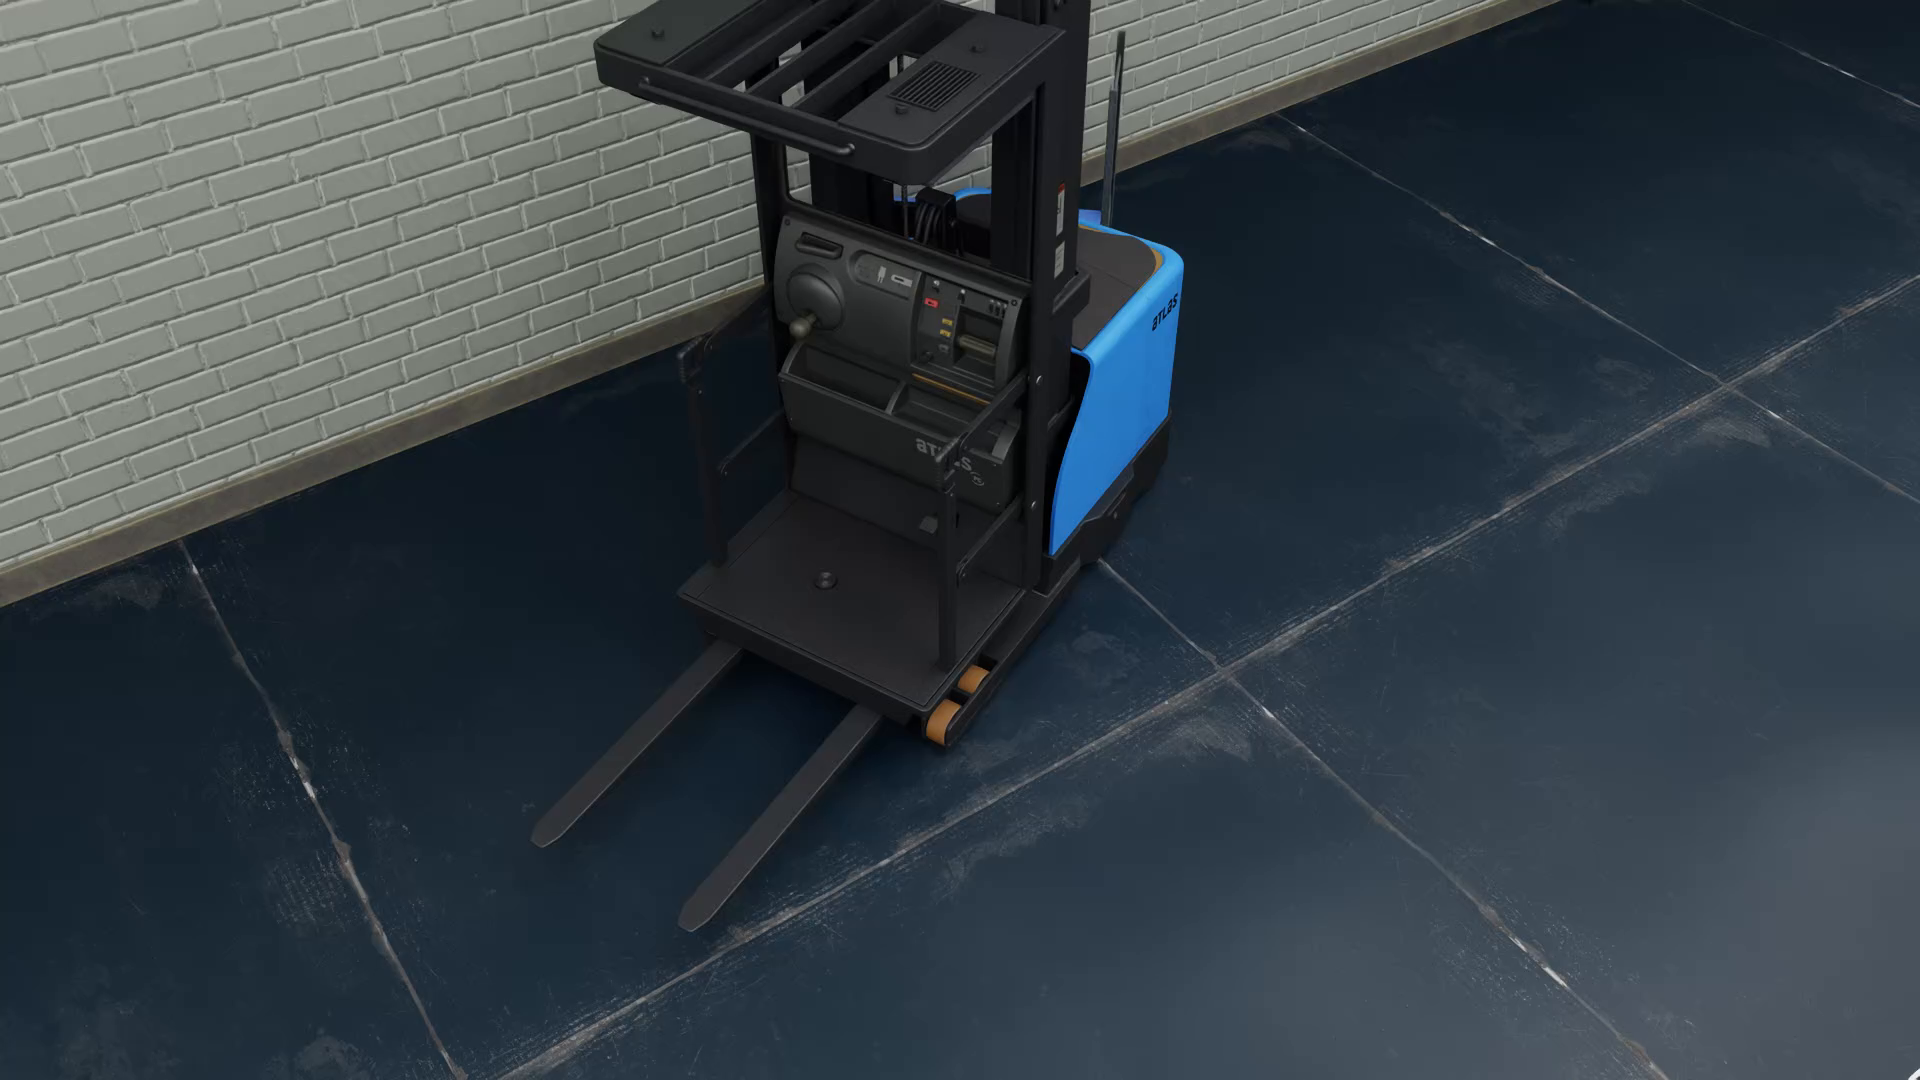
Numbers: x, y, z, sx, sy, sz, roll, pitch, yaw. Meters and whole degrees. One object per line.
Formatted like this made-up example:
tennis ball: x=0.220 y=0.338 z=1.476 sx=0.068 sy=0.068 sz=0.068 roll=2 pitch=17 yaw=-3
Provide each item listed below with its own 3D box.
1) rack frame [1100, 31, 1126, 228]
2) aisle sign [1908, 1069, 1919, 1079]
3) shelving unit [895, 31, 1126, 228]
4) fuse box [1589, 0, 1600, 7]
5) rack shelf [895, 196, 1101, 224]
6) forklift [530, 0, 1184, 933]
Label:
rack frame: x=0.623 y=-1.350 z=7.076 sx=0.032 sy=1.500 sz=0.500 roll=5 pitch=44 yaw=6
aisle sign: x=1.068 y=0.722 z=1.939 sx=0.394 sy=0.787 sz=0.004 roll=-26 pitch=49 yaw=-24
shelving unit: x=0.119 y=-1.397 z=7.126 sx=1.048 sy=1.500 sz=0.538 roll=5 pitch=44 yaw=6
fuse box: x=3.920 y=-3.893 z=9.589 sx=0.539 sy=1.711 sz=0.414 roll=-26 pitch=49 yaw=-24
rack shelf: x=0.119 y=-1.266 z=7.249 sx=1.000 sy=0.185 sz=0.538 roll=5 pitch=44 yaw=6
forklift: x=-0.326 y=-0.693 z=5.353 sx=1.130 sy=2.935 sz=3.031 roll=23 pitch=48 yaw=22
